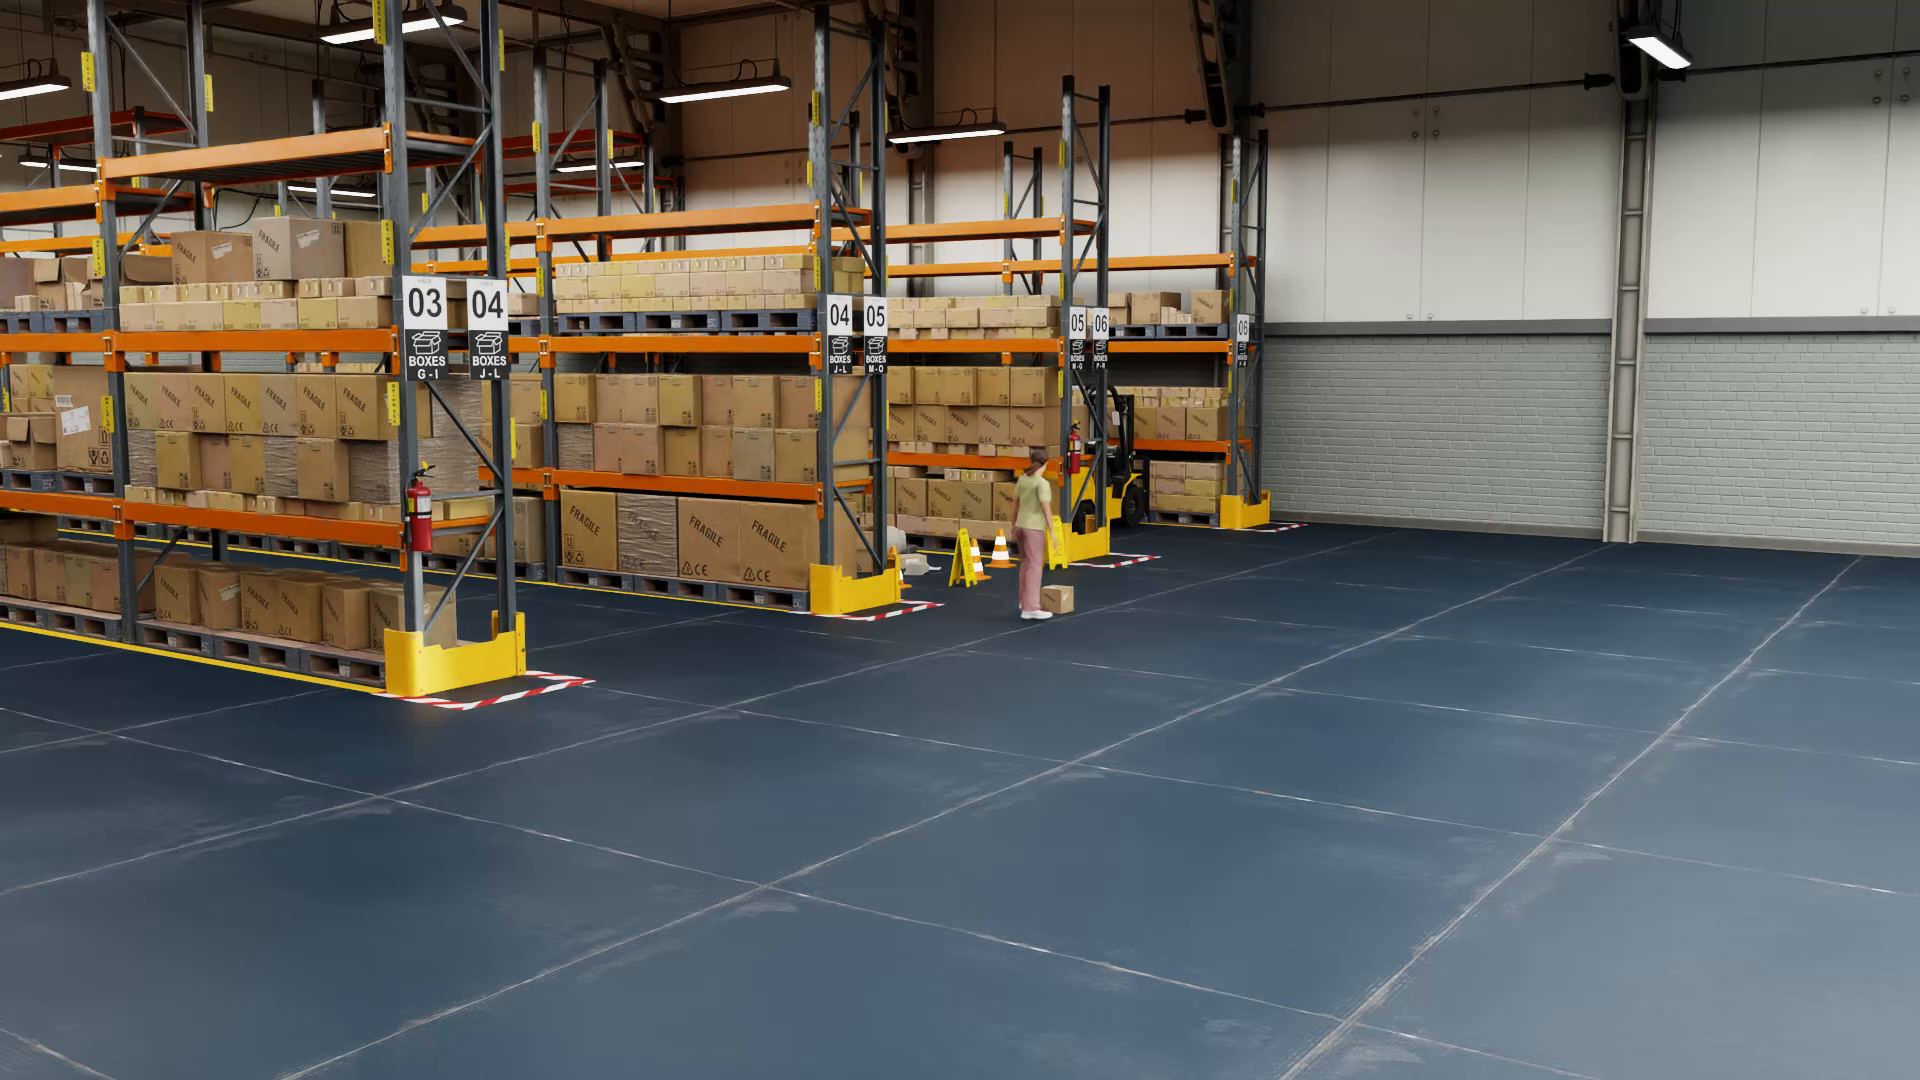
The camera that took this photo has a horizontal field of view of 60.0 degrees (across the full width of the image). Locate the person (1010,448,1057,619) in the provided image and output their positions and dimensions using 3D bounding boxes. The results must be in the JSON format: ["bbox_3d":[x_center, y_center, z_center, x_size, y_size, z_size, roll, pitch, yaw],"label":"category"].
[{"bbox_3d":[0.743,-0.055,16.502,0.517,1.708,0.651,-4,7,-31],"label":"person"}]
